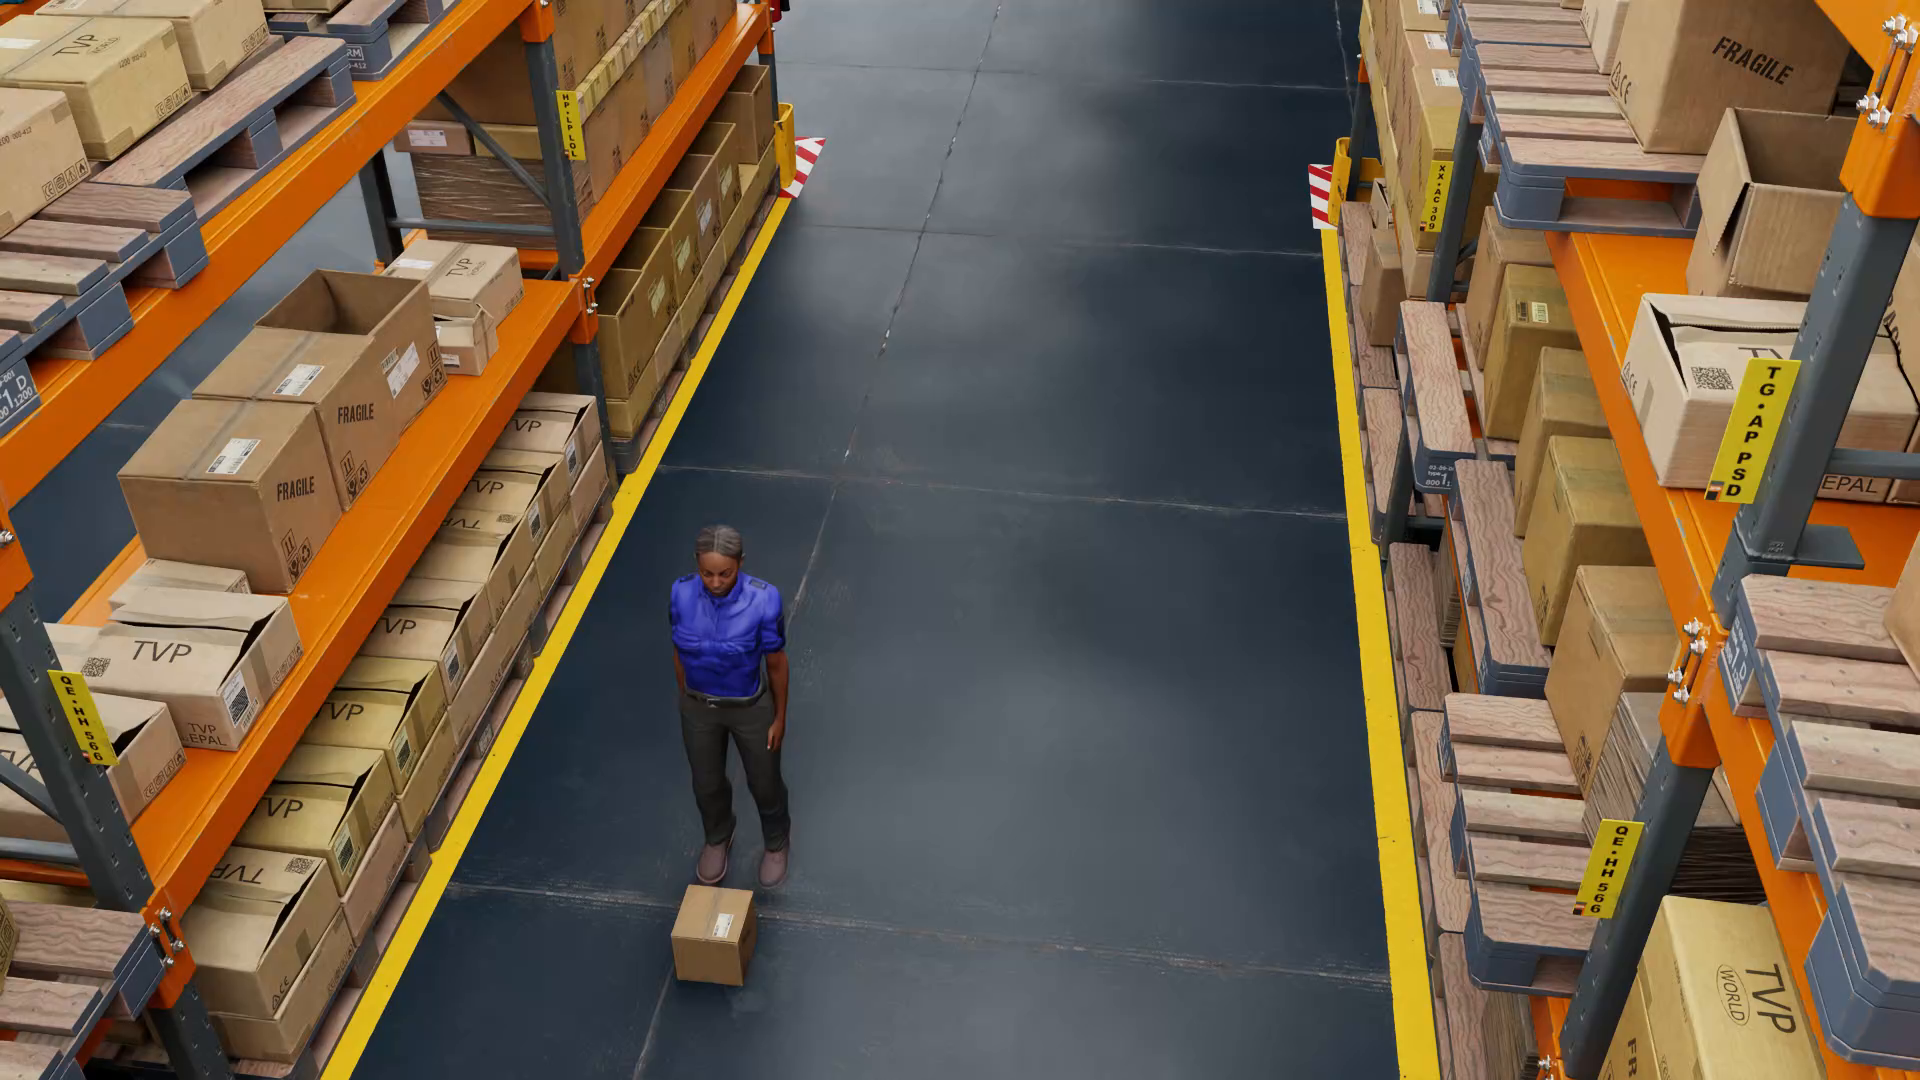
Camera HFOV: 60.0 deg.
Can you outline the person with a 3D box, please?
[{"bbox_3d":[-0.841,0.631,6.196,0.437,1.665,0.307,5,37,7],"label":"person"}]
